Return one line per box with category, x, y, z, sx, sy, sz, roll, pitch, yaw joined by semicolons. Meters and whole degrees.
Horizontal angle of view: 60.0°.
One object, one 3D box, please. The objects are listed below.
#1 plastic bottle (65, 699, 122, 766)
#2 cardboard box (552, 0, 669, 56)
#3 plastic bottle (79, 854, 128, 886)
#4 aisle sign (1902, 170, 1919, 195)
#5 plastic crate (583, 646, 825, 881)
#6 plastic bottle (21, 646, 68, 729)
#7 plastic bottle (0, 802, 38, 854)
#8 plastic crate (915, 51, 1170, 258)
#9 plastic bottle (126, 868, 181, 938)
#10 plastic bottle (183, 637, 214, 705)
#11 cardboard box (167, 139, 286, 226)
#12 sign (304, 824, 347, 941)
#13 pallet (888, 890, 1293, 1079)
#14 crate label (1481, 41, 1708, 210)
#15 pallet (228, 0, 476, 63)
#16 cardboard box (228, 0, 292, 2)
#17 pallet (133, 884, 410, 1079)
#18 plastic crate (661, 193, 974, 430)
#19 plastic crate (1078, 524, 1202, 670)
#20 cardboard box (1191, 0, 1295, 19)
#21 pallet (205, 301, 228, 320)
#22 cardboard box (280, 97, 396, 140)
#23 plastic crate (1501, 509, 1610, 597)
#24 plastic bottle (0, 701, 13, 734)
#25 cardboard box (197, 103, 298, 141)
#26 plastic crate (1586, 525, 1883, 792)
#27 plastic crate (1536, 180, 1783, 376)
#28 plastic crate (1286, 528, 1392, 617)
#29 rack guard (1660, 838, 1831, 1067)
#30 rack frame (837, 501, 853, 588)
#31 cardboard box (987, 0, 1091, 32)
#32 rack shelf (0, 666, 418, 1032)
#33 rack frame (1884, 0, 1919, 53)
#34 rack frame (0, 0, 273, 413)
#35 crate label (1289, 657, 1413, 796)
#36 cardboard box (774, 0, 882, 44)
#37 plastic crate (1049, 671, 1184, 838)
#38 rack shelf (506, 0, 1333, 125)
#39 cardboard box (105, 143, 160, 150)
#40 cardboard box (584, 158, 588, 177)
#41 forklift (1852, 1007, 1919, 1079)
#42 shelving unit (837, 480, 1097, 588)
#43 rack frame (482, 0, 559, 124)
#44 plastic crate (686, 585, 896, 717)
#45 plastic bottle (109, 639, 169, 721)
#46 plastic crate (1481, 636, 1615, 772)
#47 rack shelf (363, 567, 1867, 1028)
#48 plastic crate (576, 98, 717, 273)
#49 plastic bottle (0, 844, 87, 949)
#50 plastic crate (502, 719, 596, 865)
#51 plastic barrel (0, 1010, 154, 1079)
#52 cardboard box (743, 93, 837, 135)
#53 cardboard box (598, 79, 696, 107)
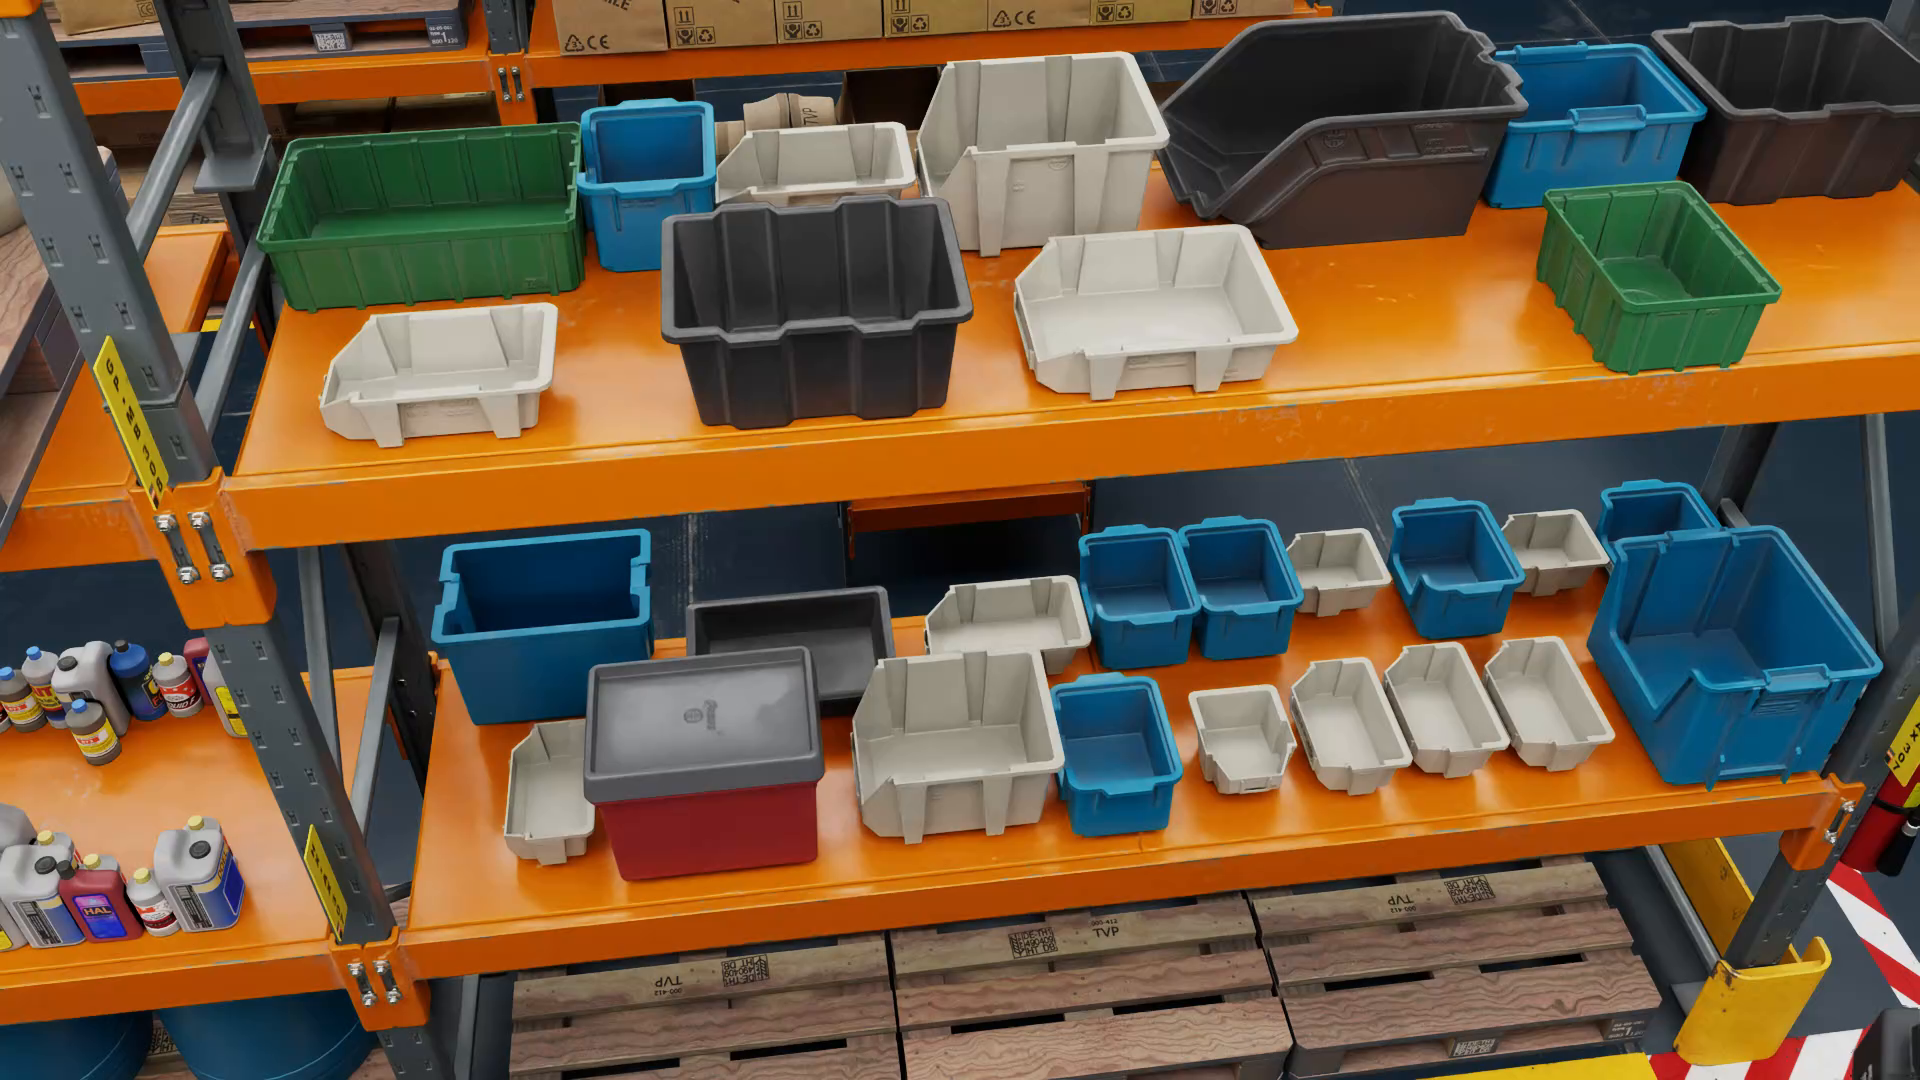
plastic bottle;-2.395;0.519;4.583;0.097;0.201;0.097;0;42;0
cardboard box;-1.656;-2.645;7.868;0.500;0.500;0.500;-4;42;-4
plastic bottle;-2.159;0.867;4.197;0.097;0.201;0.097;0;42;0
aisle sign;2.441;-0.971;4.146;0.004;0.787;0.394;-5;42;-6
plastic crate;-0.640;0.588;4.266;0.583;0.464;0.402;-5;42;-6
plastic bottle;-2.548;0.404;4.659;0.097;0.271;0.097;0;42;0
plastic bottle;-2.446;0.765;4.199;0.185;0.351;0.144;-5;42;-6
plastic crate;0.170;-0.884;3.840;0.530;0.282;0.437;-5;42;-6
plastic bottle;-2.019;0.896;4.165;0.097;0.201;0.097;0;42;0
plastic bottle;-2.109;0.349;4.711;0.133;0.283;0.061;-5;42;-6
cardboard box;-3.637;-1.666;8.395;0.500;0.500;0.500;-5;42;-5
sign;-1.489;0.808;3.908;0.005;0.325;0.100;-5;42;-6
pallet;0.378;1.383;5.559;1.213;0.211;1.003;-5;42;-6
crate label;1.451;-0.995;3.985;0.502;0.251;0.408;-5;42;-6
pallet;-3.003;-2.676;8.121;1.213;0.211;1.003;-5;42;-6
cardboard box;-3.369;-2.943;7.885;0.500;0.500;0.700;1;42;1
pallet;-2.329;1.620;5.296;1.213;0.211;1.003;-5;42;-6
plastic crate;-0.291;-0.446;3.363;0.590;0.269;0.497;-5;42;-6
plastic crate;0.517;0.181;4.890;0.300;0.233;0.416;-5;42;-6
cardboard box;1.361;-2.909;8.161;0.500;0.500;0.500;-4;42;-4
pallet;-4.211;-1.505;8.761;1.213;0.211;1.003;-5;42;-6
cardboard box;-3.235;-2.046;8.816;0.500;0.500;0.500;-4;42;-5
plastic crate;1.792;0.049;5.108;0.298;0.136;0.250;-5;42;-6
plastic bottle;-2.741;0.447;4.663;0.097;0.201;0.097;0;42;0
cardboard box;-3.700;-2.291;8.529;0.500;0.250;0.500;-5;42;-5
plastic crate;2.100;0.316;4.589;0.499;0.435;0.616;-5;42;-6
plastic crate;1.467;-0.562;3.552;0.336;0.188;0.450;-5;42;-6
plastic crate;1.119;0.108;5.043;0.298;0.136;0.250;-5;42;-6
rack guard;2.430;1.115;5.640;0.348;0.500;1.175;-5;42;-6
rack frame;-0.497;-0.374;6.825;0.032;1.125;0.500;-5;42;-6
cardboard box;0.351;-2.822;8.065;0.500;0.500;0.500;-5;42;-5
rack shelf;-3.541;0.986;4.454;4.000;0.370;1.077;-5;42;-6
rack frame;2.408;-2.030;2.782;0.127;3.000;1.000;-5;42;-6
rack frame;-1.558;-1.682;2.396;0.127;3.000;1.000;-5;42;-6
crate label;1.061;0.521;4.585;0.243;0.136;0.396;-5;42;-6
cardboard box;-0.652;-2.734;7.966;0.500;0.500;0.500;-5;42;-6
plastic crate;0.405;0.587;4.440;0.300;0.233;0.416;-5;42;-6
rack shelf;-0.214;-2.651;8.487;4.000;0.370;1.077;-5;42;-6
cardboard box;-4.233;-1.964;8.726;0.500;0.500;0.500;-6;42;-7
cardboard box;-1.752;-1.802;8.688;0.500;0.311;0.500;-5;42;-6
forklift;1.445;2.213;2.609;1.130;2.935;3.031;16;44;17
shelving unit;0.007;-0.418;6.874;1.048;1.125;0.538;-5;42;-6
rack frame;-2.197;-2.745;8.053;0.127;3.000;1.000;-5;42;-6
plastic crate;-0.483;0.350;4.783;0.590;0.125;0.437;-5;42;-6
plastic bottle;-2.318;0.384;4.681;0.097;0.271;0.097;0;42;0
plastic crate;1.623;0.465;4.647;0.243;0.136;0.396;-5;42;-6
rack shelf;0.425;0.639;4.839;4.000;0.370;1.077;-5;42;-6
plastic crate;-0.697;-0.797;3.780;0.300;0.233;0.416;-5;42;-6
plastic bottle;-2.269;0.872;4.136;0.135;0.276;0.152;-5;42;-6
plastic crate;-1.078;0.675;4.414;0.243;0.136;0.396;-5;42;-6
plastic barrel;-2.802;1.266;4.860;0.708;0.901;0.600;-5;42;-6
cardboard box;-0.925;-2.213;9.142;0.500;0.311;0.500;-5;42;-6
cardboard box;-1.669;-2.218;9.007;0.500;0.500;0.500;-5;42;-6
